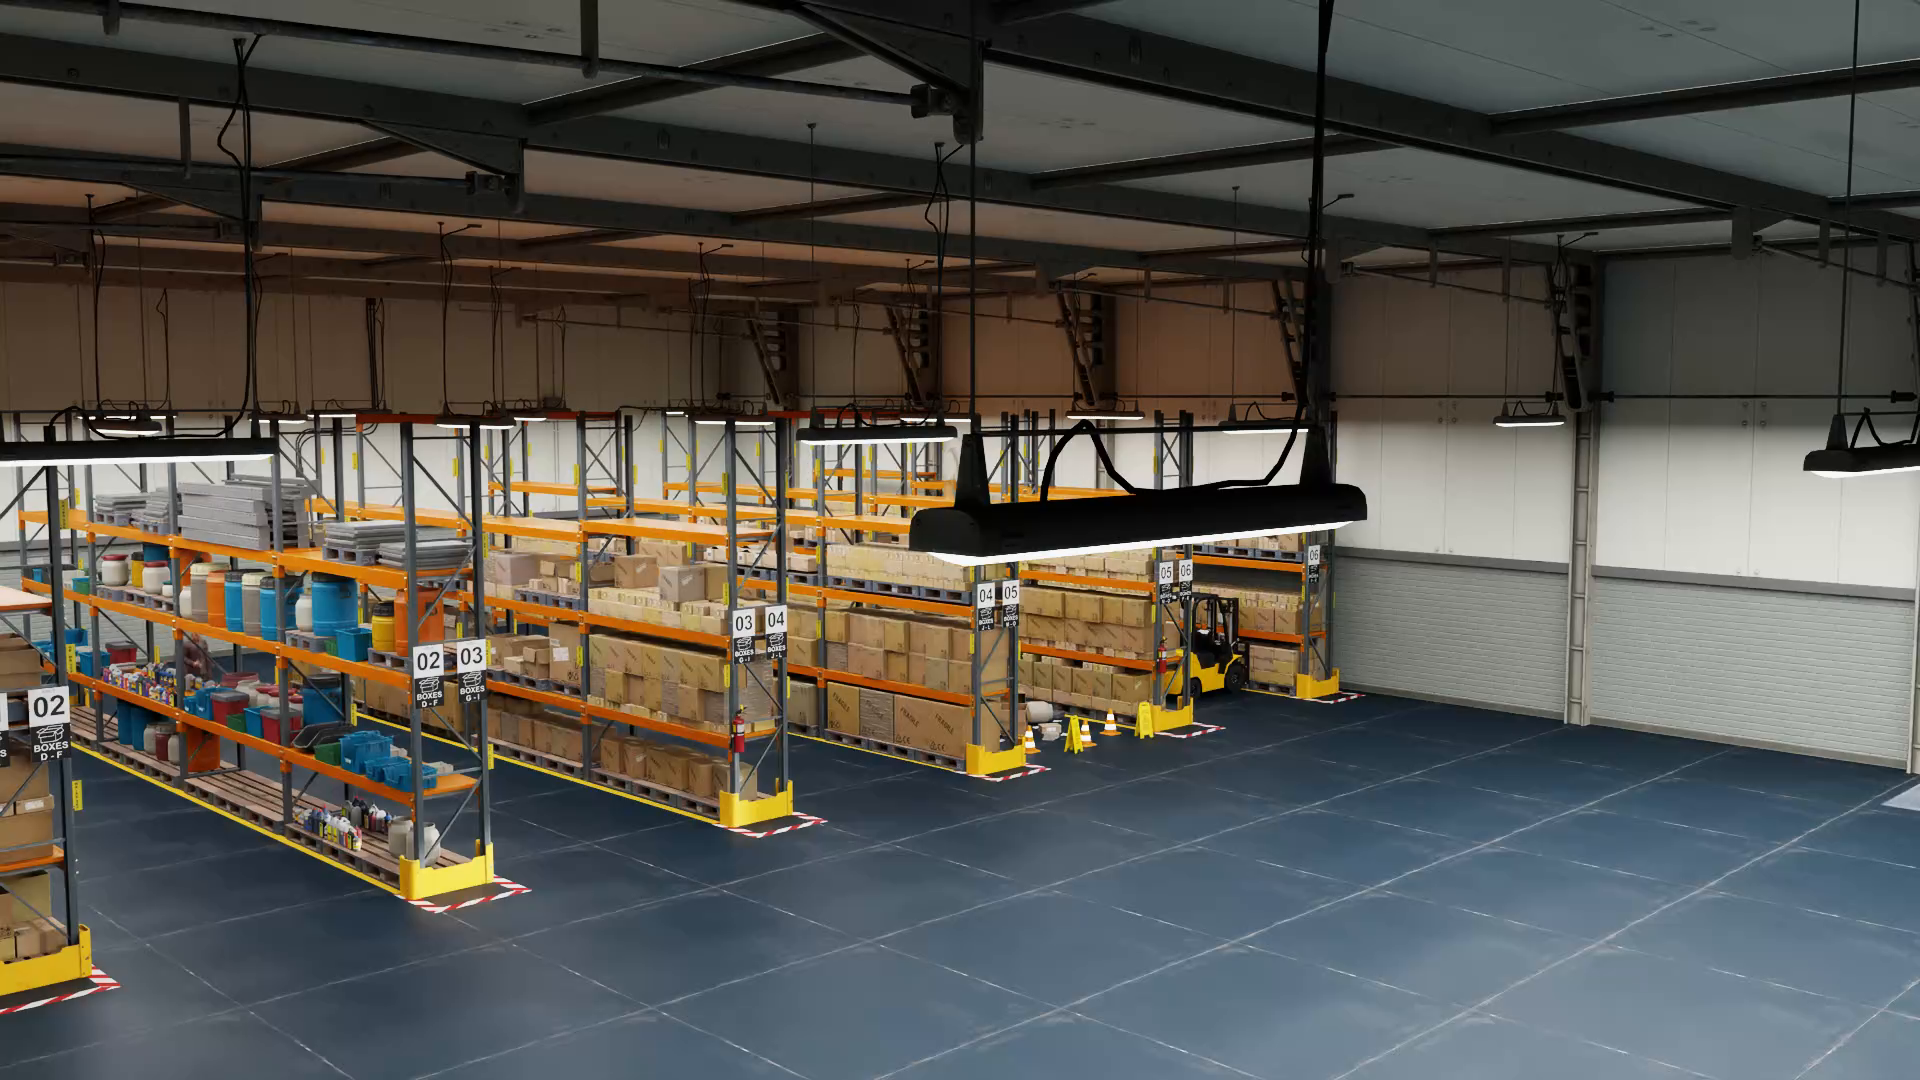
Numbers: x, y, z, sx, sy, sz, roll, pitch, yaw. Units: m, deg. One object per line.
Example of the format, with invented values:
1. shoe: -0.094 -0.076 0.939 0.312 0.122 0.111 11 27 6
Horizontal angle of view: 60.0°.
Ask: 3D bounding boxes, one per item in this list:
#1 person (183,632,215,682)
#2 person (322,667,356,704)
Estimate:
1. person: -14.911 2.621 32.511 1.028 1.792 0.730 3 6 32
2. person: -11.619 2.770 31.018 0.797 1.748 0.646 4 6 37
